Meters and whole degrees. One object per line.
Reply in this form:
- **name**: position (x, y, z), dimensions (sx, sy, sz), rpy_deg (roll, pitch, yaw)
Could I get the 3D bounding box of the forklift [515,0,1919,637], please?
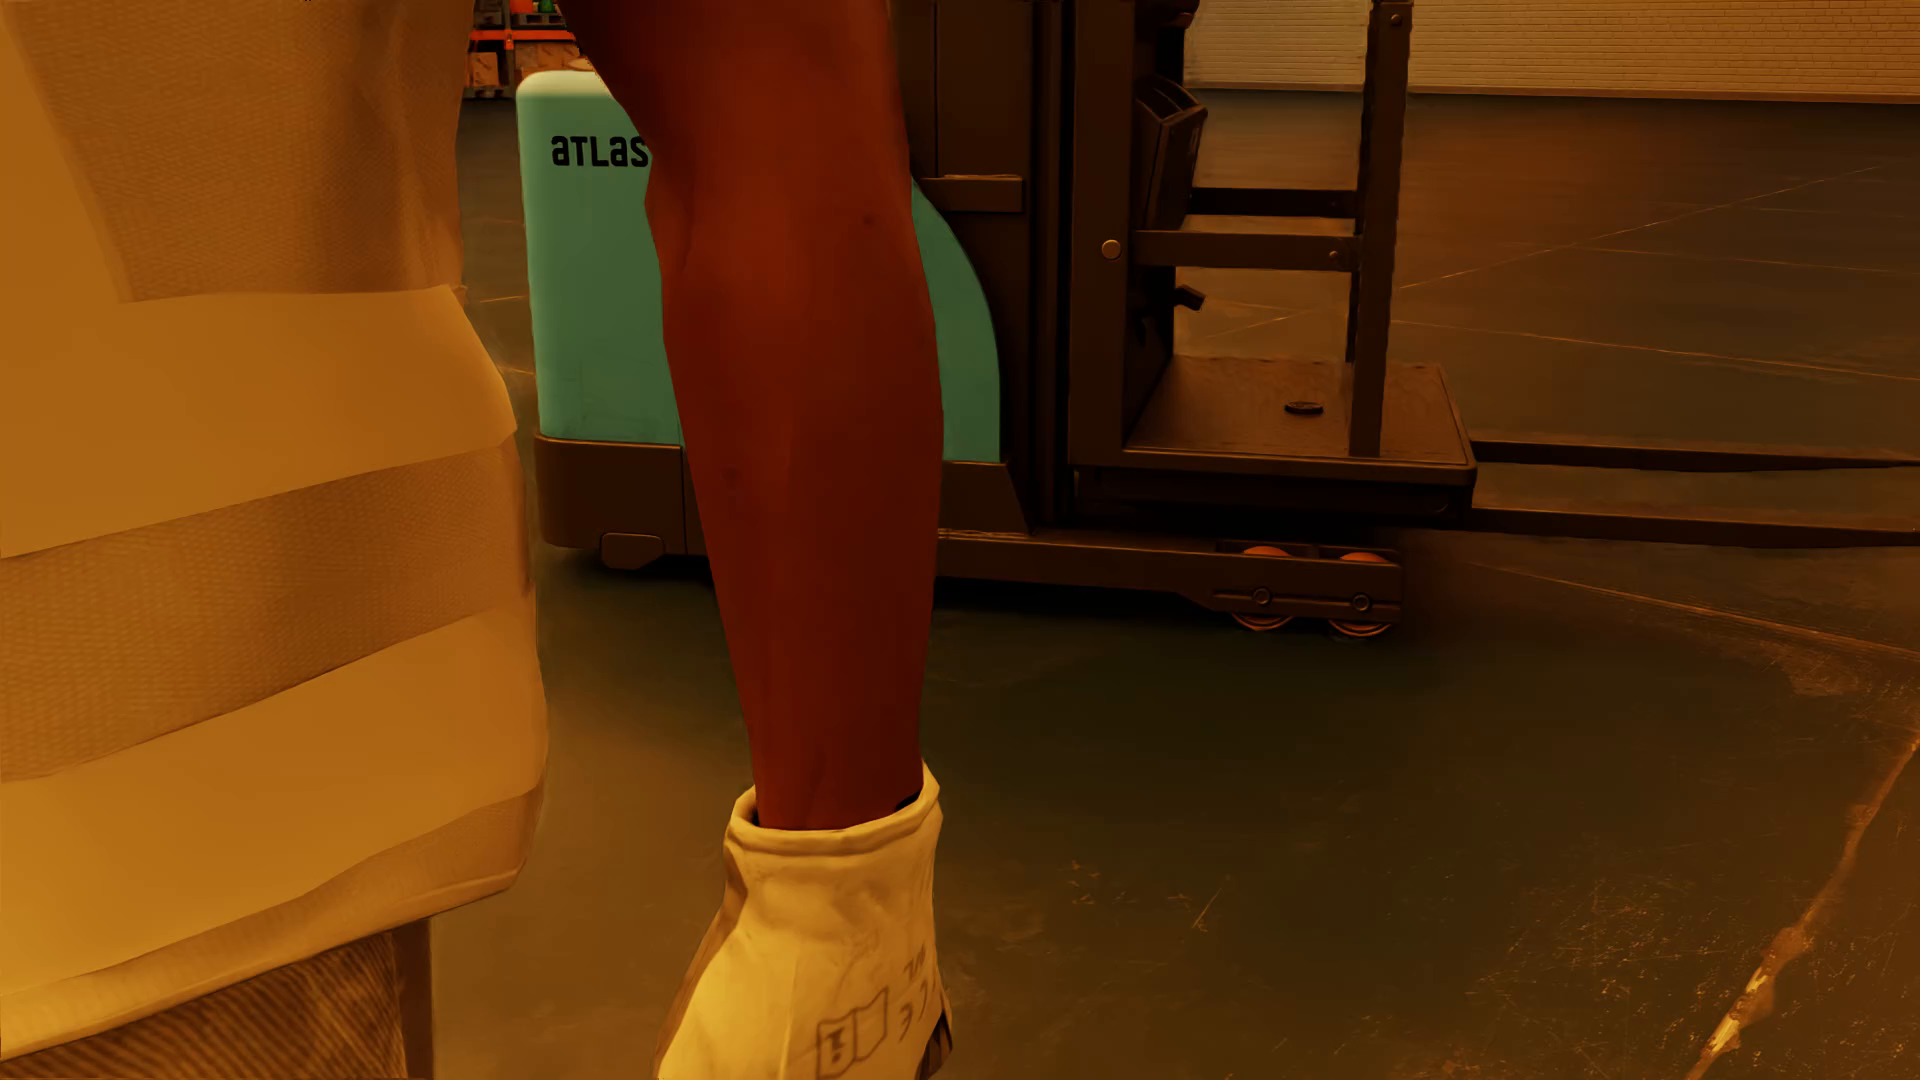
- **forklift**: position (0.632, -1.378, 3.437), dimensions (3.031, 2.935, 1.130), rpy_deg (4, 17, 12)
